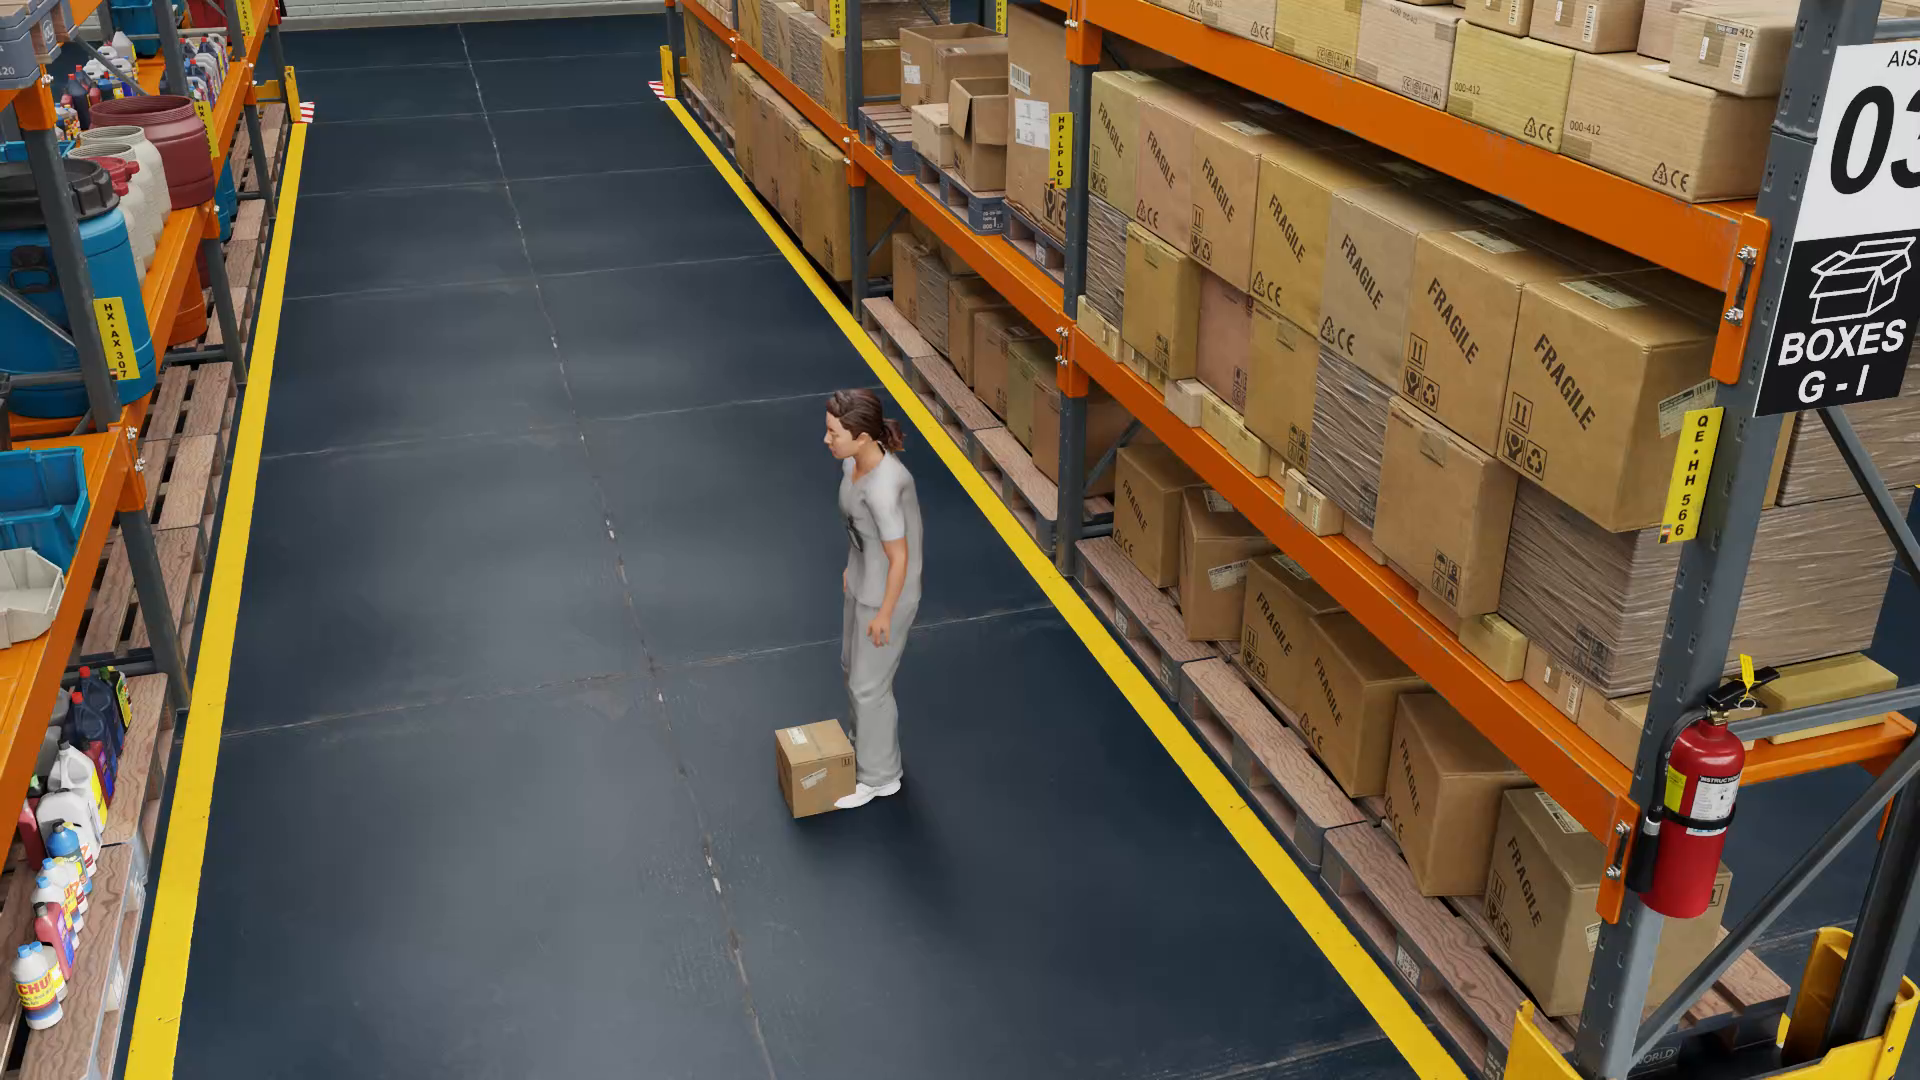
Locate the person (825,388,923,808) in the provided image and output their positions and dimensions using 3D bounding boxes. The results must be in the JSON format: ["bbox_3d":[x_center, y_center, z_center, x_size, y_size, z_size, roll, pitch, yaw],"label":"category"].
[{"bbox_3d":[-0.351,0.208,6.198,0.412,1.672,0.485,-9,28,-17],"label":"person"}]
